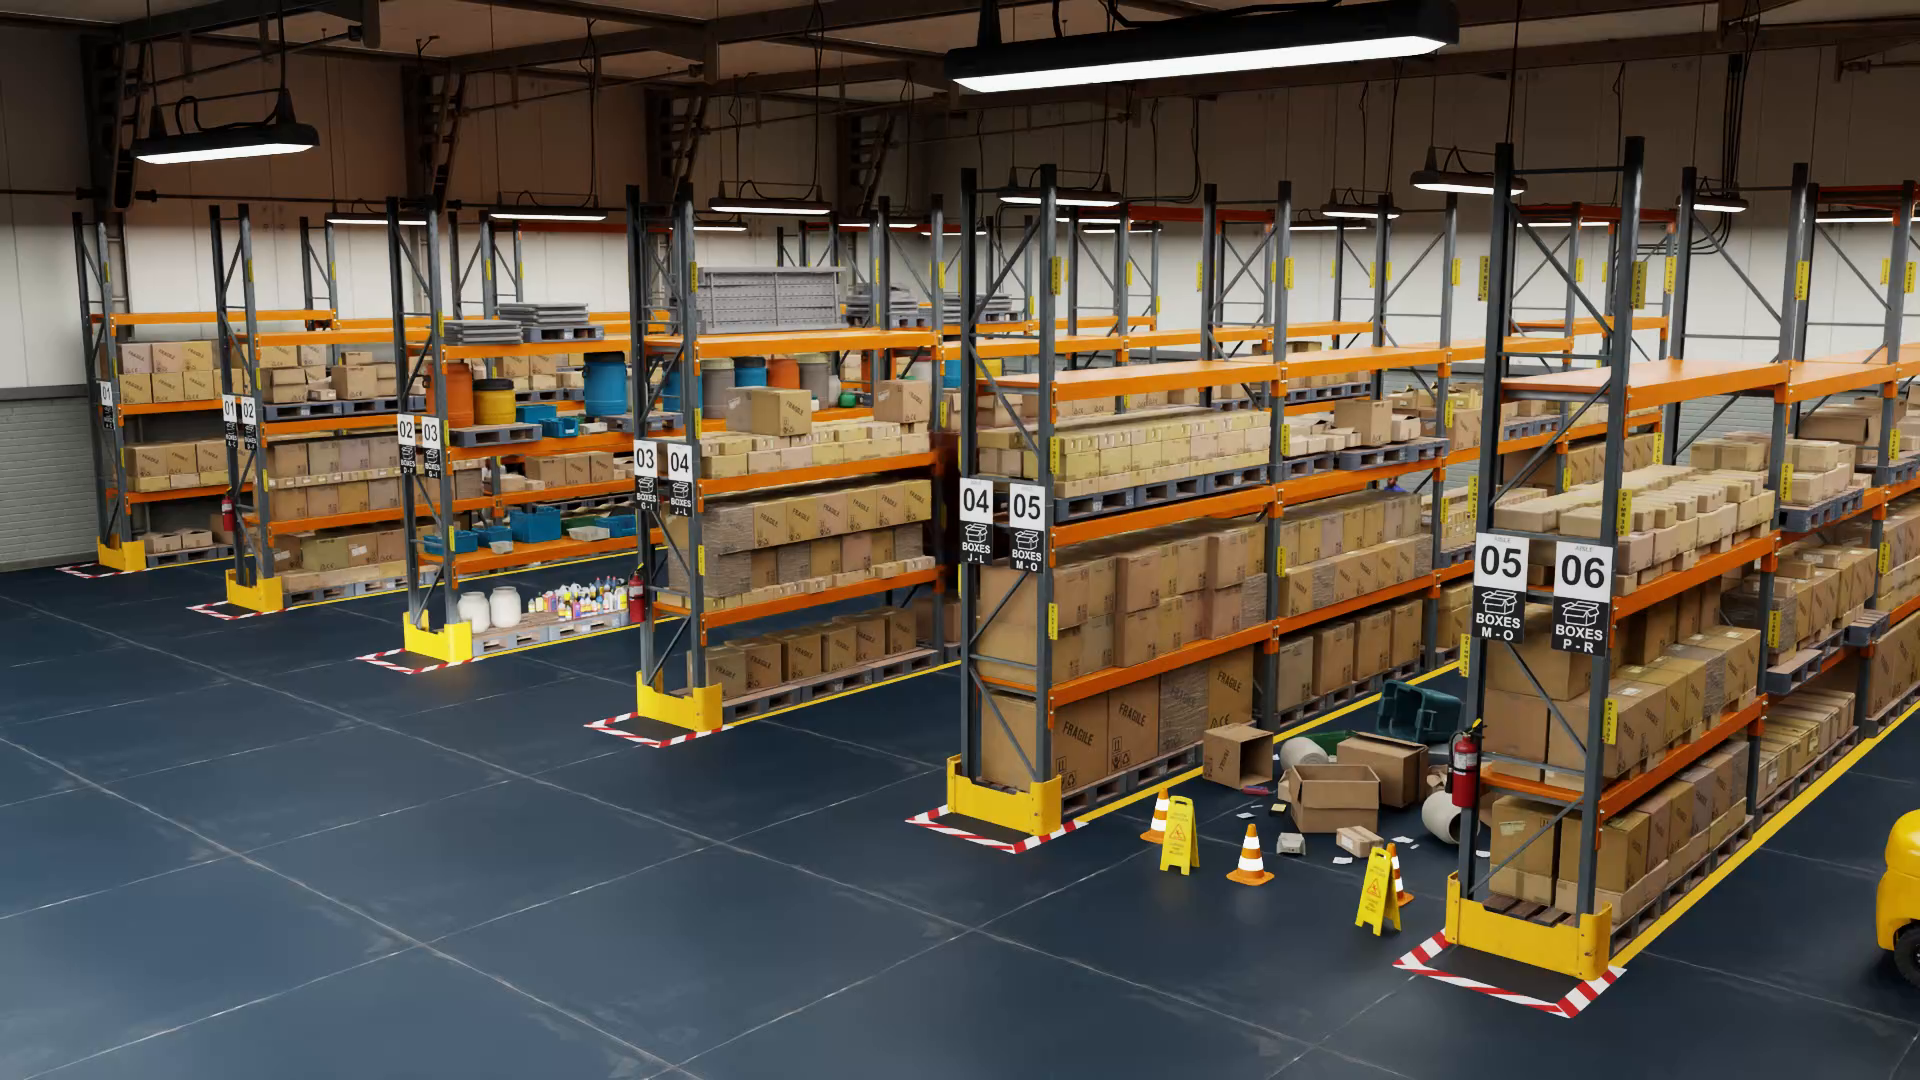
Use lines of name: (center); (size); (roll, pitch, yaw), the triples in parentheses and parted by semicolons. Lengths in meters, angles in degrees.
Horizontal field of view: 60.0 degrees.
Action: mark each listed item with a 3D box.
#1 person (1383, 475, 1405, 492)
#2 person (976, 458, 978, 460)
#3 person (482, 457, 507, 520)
person: (7.435, -0.369, 28.582); (0.476, 1.581, 1.033); (7, 12, 37)
person: (0.447, -1.248, 33.454); (0.509, 1.768, 0.608); (-3, 10, -16)
person: (-8.554, -0.791, 30.735); (0.635, 1.763, 0.700); (5, 11, 26)
